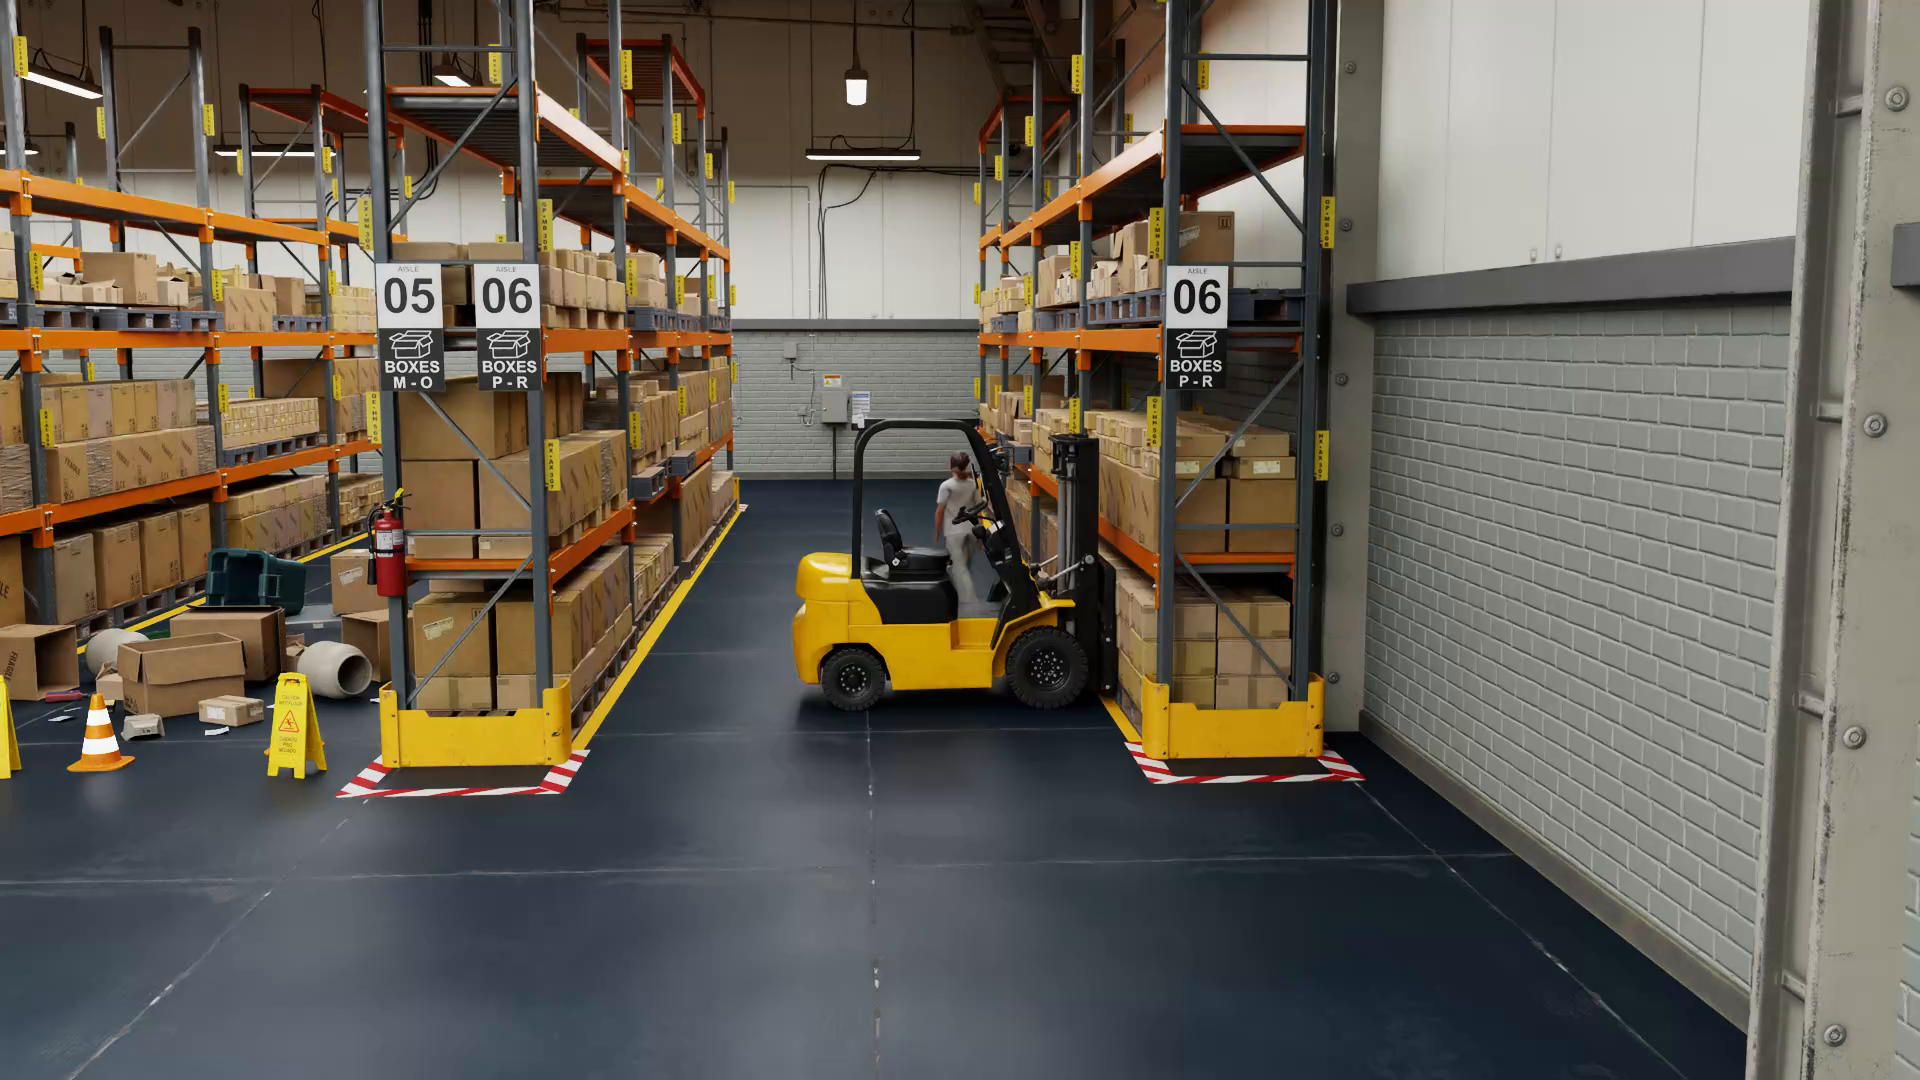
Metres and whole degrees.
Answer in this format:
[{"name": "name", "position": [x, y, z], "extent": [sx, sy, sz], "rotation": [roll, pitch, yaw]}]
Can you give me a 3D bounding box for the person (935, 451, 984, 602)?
[{"name": "person", "position": [0.001, -0.015, 15.837], "extent": [0.484, 1.662, 0.701], "rotation": [-5, 9, -36]}]
